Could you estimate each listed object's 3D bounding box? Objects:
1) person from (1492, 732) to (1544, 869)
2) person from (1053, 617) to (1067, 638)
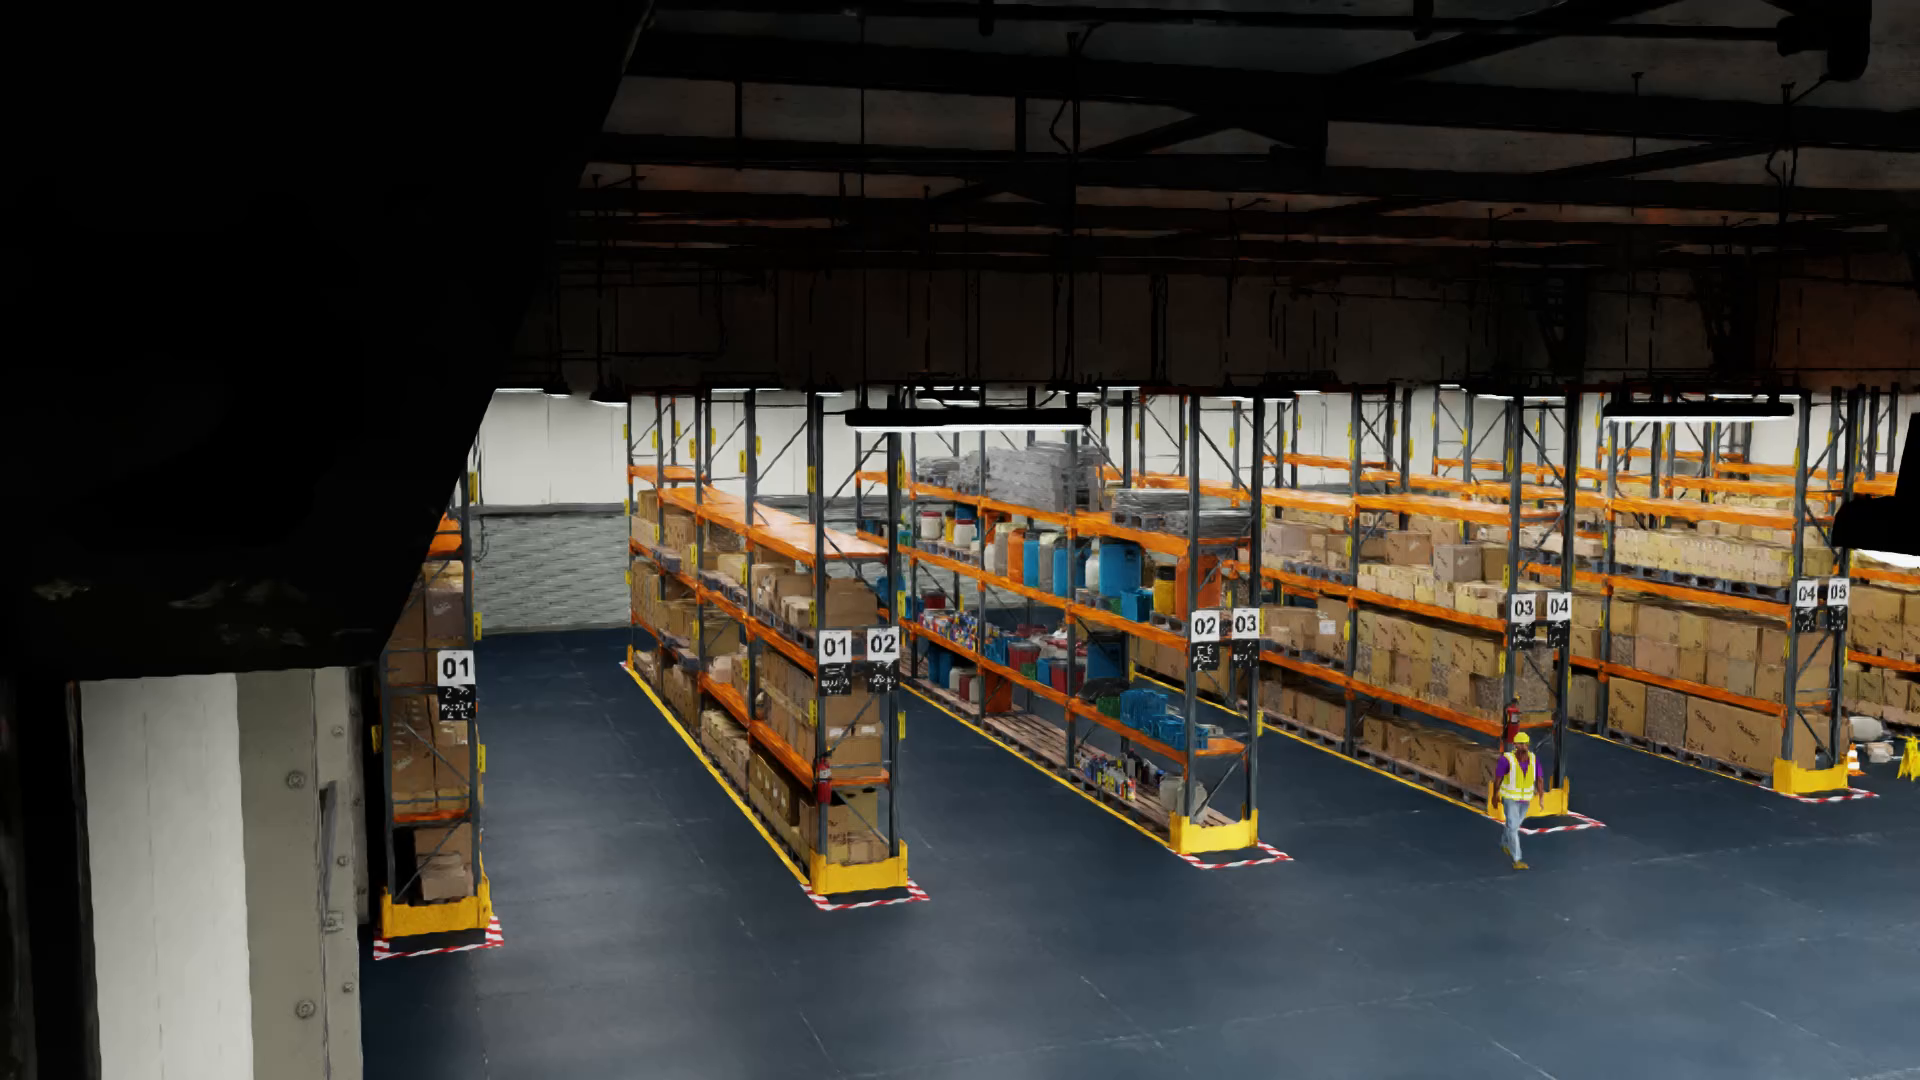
[{"bbox_3d":[7.144,3.283,21.225,0.569,1.708,1.042,-1,6,-10],"label":"person"},{"bbox_3d":[1.963,2.249,31.680,0.499,1.584,1.057,-2,6,-21],"label":"person"}]
